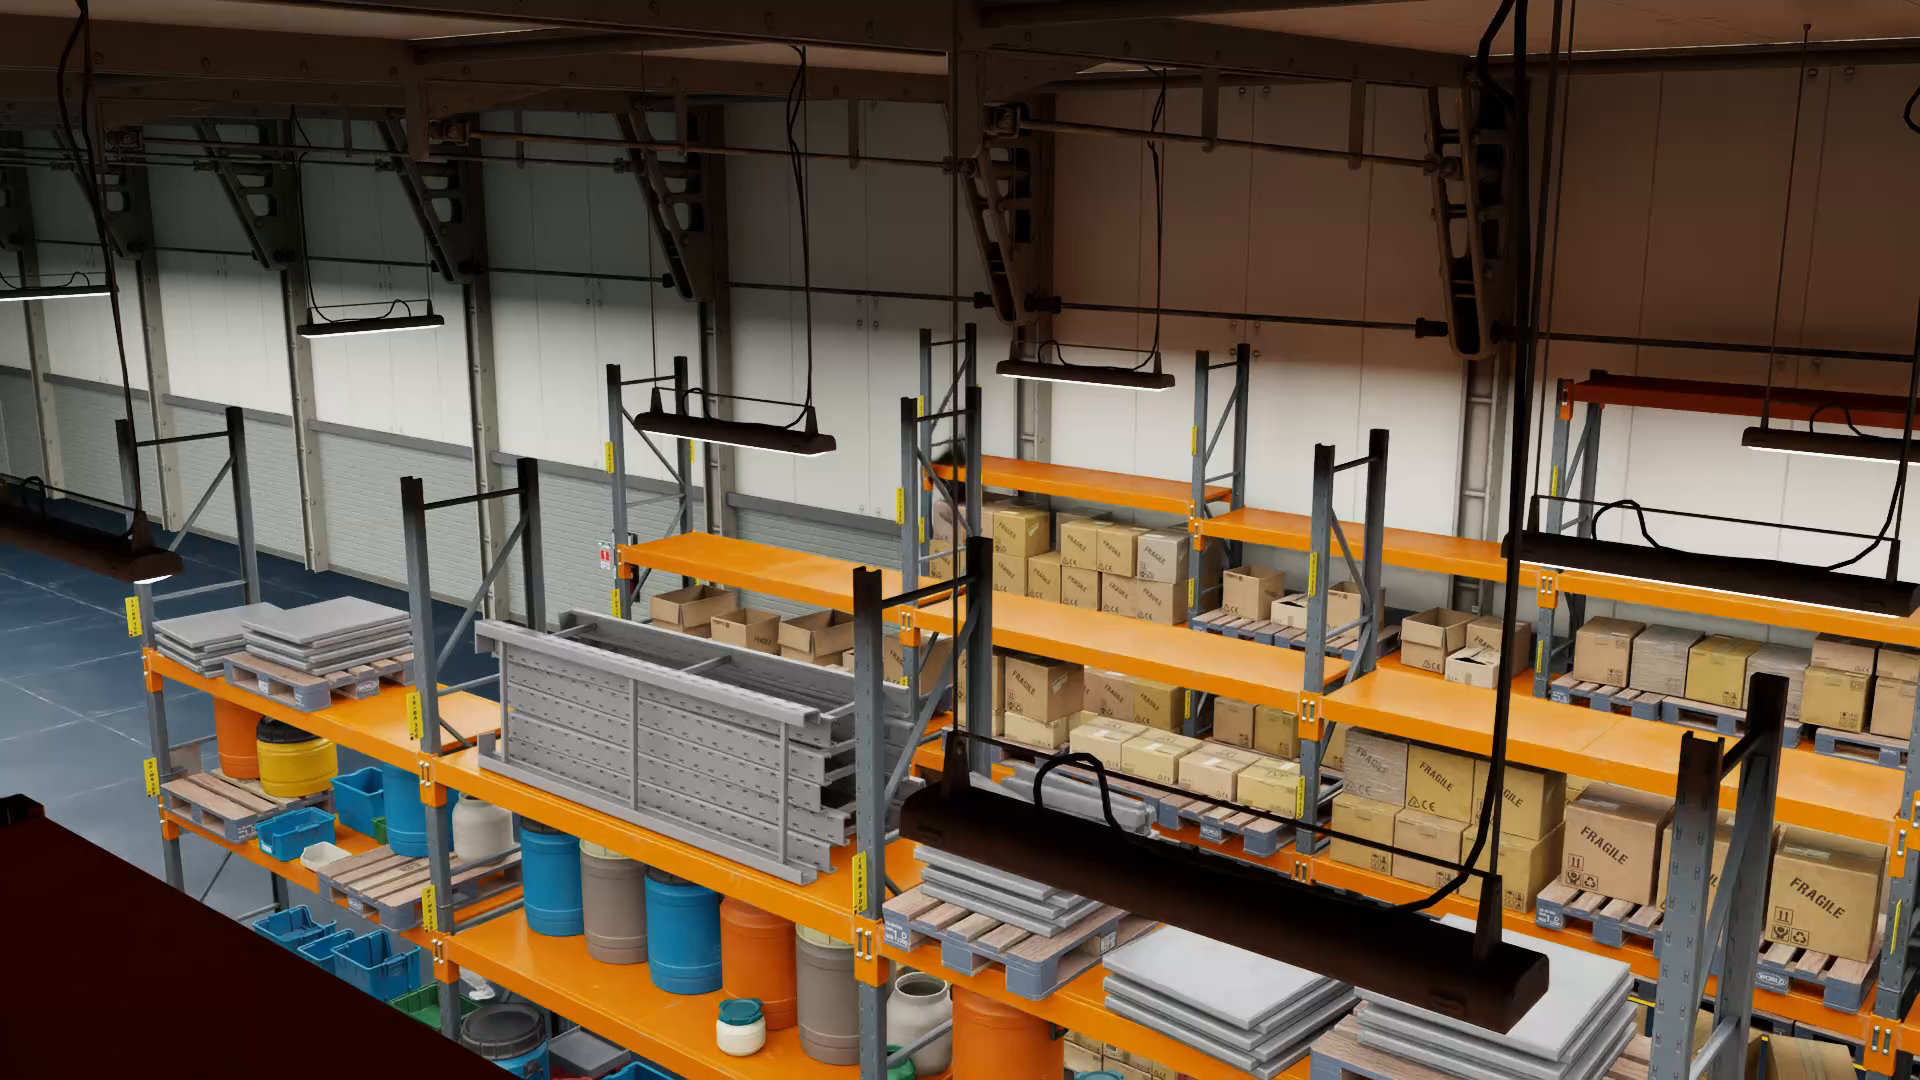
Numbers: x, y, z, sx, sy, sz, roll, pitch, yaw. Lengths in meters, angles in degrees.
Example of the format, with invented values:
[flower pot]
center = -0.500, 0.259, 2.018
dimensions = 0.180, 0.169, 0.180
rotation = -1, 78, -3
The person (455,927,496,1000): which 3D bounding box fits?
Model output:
[person]
center = -5.013, 3.791, 16.163
dimensions = 0.958, 1.431, 0.572
rotation = 5, 13, 20
